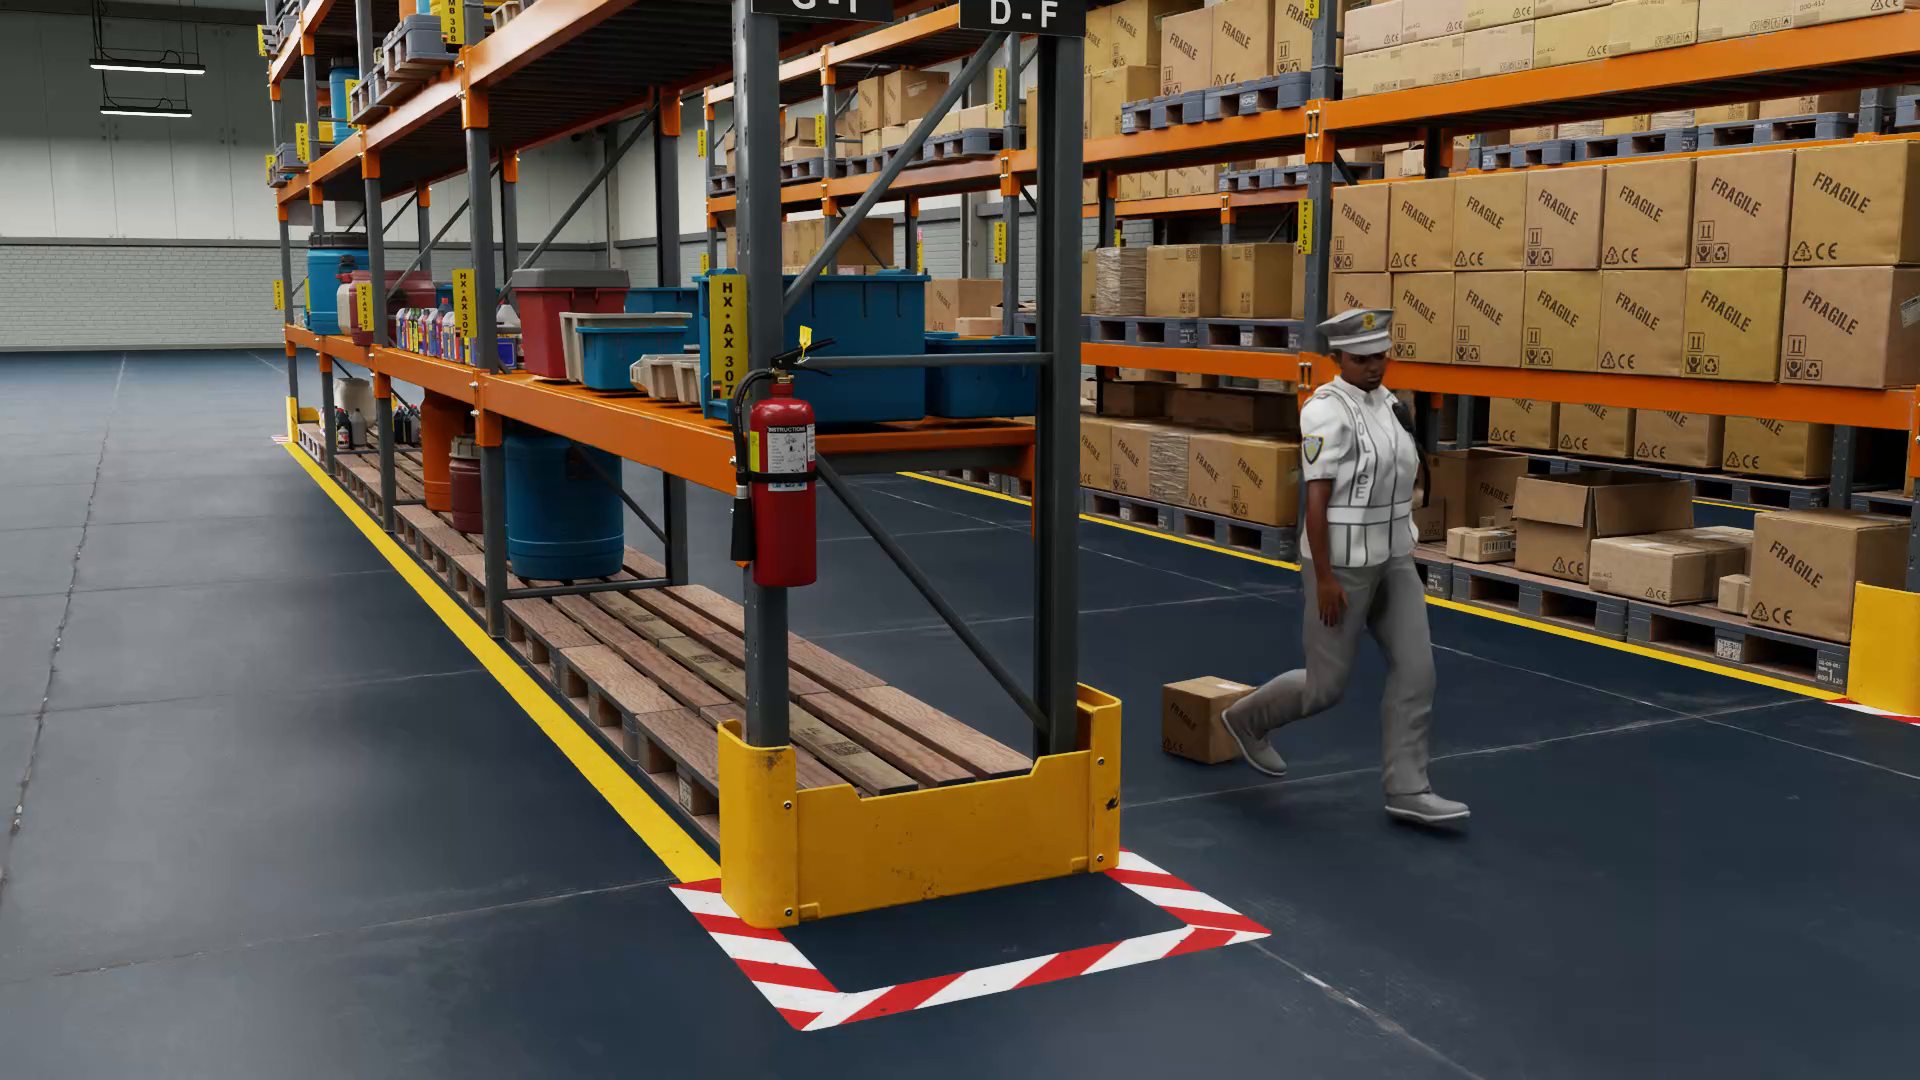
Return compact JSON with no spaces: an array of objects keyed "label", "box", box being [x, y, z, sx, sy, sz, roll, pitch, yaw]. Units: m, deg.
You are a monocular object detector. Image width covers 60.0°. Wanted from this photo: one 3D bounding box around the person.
[{"label":"person","box":[1.250,0.073,5.362,0.479,1.626,0.847,-7,11,-37]}]
